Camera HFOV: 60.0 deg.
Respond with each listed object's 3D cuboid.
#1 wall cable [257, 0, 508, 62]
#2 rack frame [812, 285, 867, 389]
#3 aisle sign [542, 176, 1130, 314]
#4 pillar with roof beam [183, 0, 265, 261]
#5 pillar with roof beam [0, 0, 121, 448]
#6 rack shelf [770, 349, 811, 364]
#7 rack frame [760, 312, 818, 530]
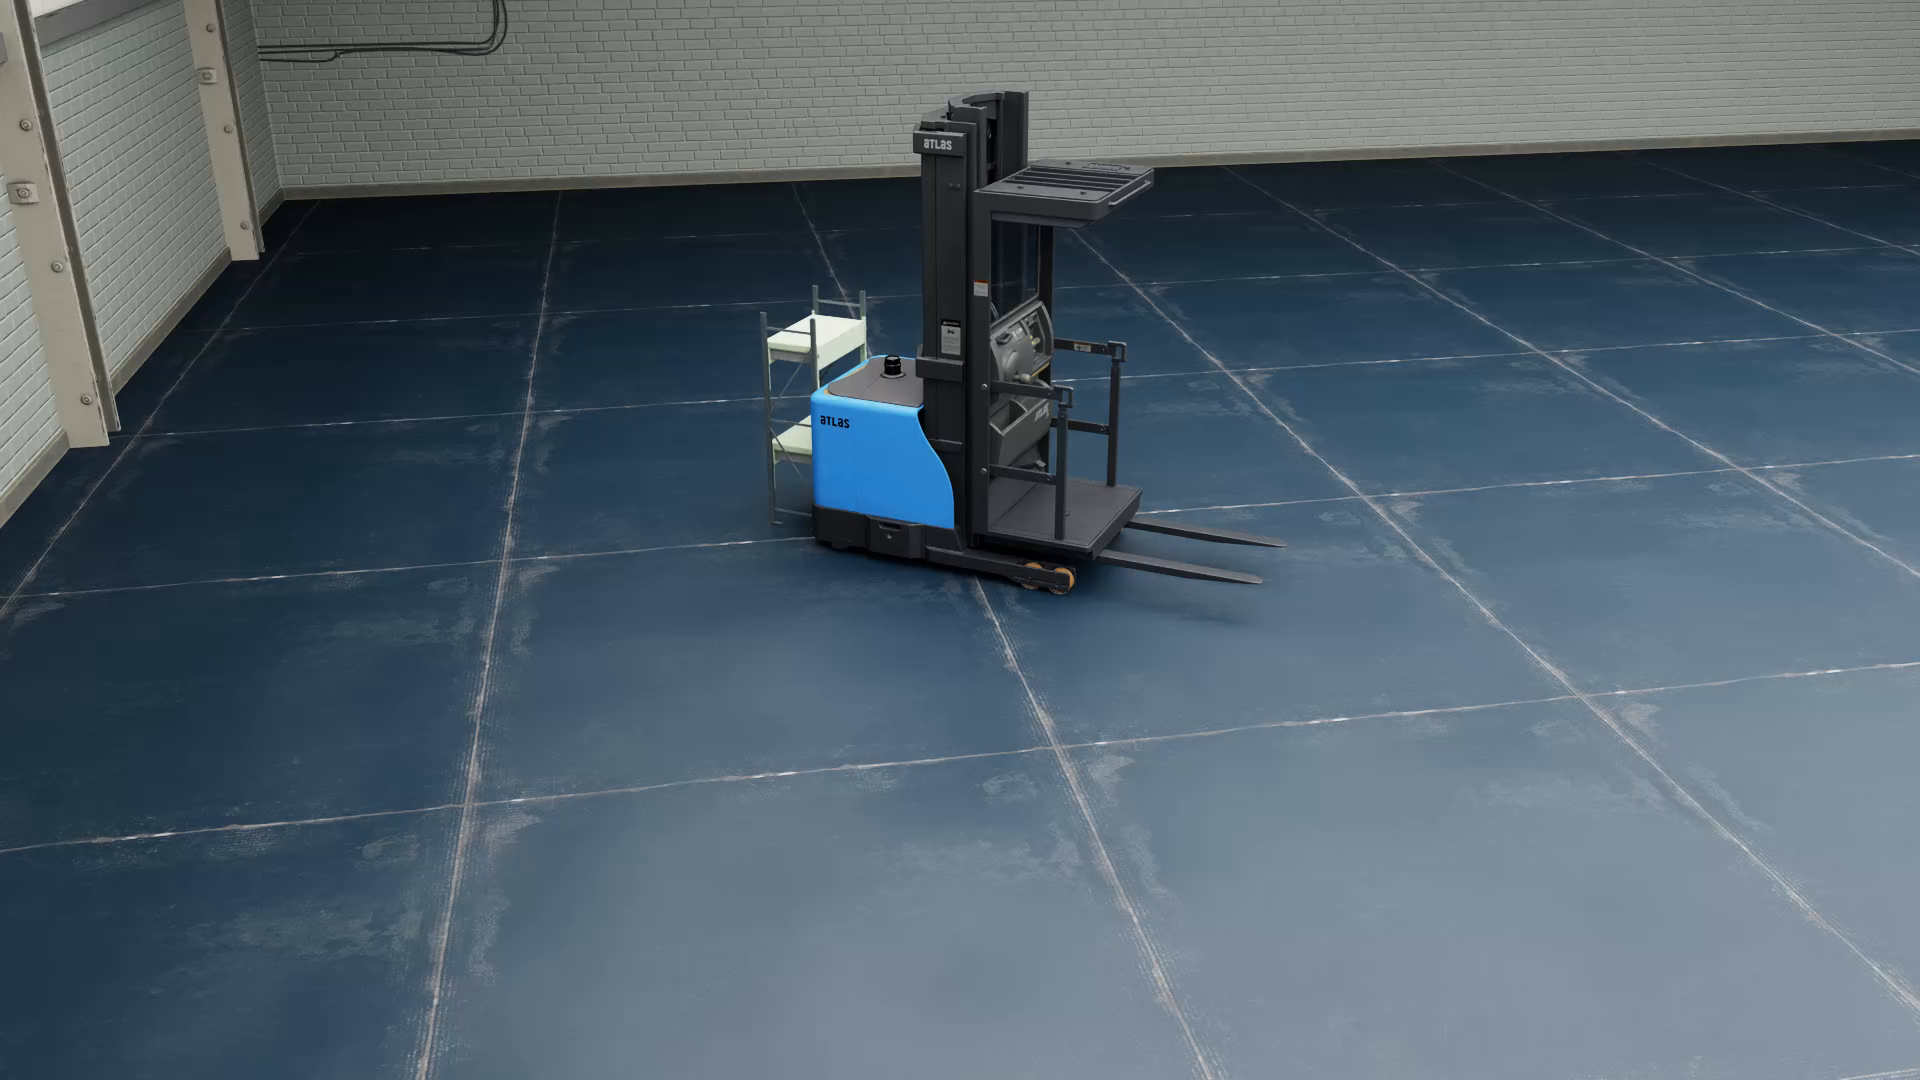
[{"bbox_3d":[-7.171,-7.118,20.184,3.097,2.526,0.112,-4,24,-10],"label":"wall cable"},{"bbox_3d":[-0.837,-1.048,11.775,0.400,1.500,0.023,10,25,21],"label":"rack frame"},{"bbox_3d":[-1.720,-3.628,19.556,6.000,0.001,6.000,-4,24,-10],"label":"aisle sign"},{"bbox_3d":[5.855,-2.236,5.064,22.890,9.050,30.400,-4,24,-10],"label":"pillar with roof beam"},{"bbox_3d":[-2.585,-5.243,12.011,9.100,9.000,0.400,-4,24,-10],"label":"pillar with roof beam"},{"bbox_3d":[-0.981,-1.336,11.282,0.332,0.071,0.664,10,25,21],"label":"rack shelf"},{"bbox_3d":[-1.125,-0.778,11.158,0.400,1.500,0.023,10,25,21],"label":"rack frame"}]
